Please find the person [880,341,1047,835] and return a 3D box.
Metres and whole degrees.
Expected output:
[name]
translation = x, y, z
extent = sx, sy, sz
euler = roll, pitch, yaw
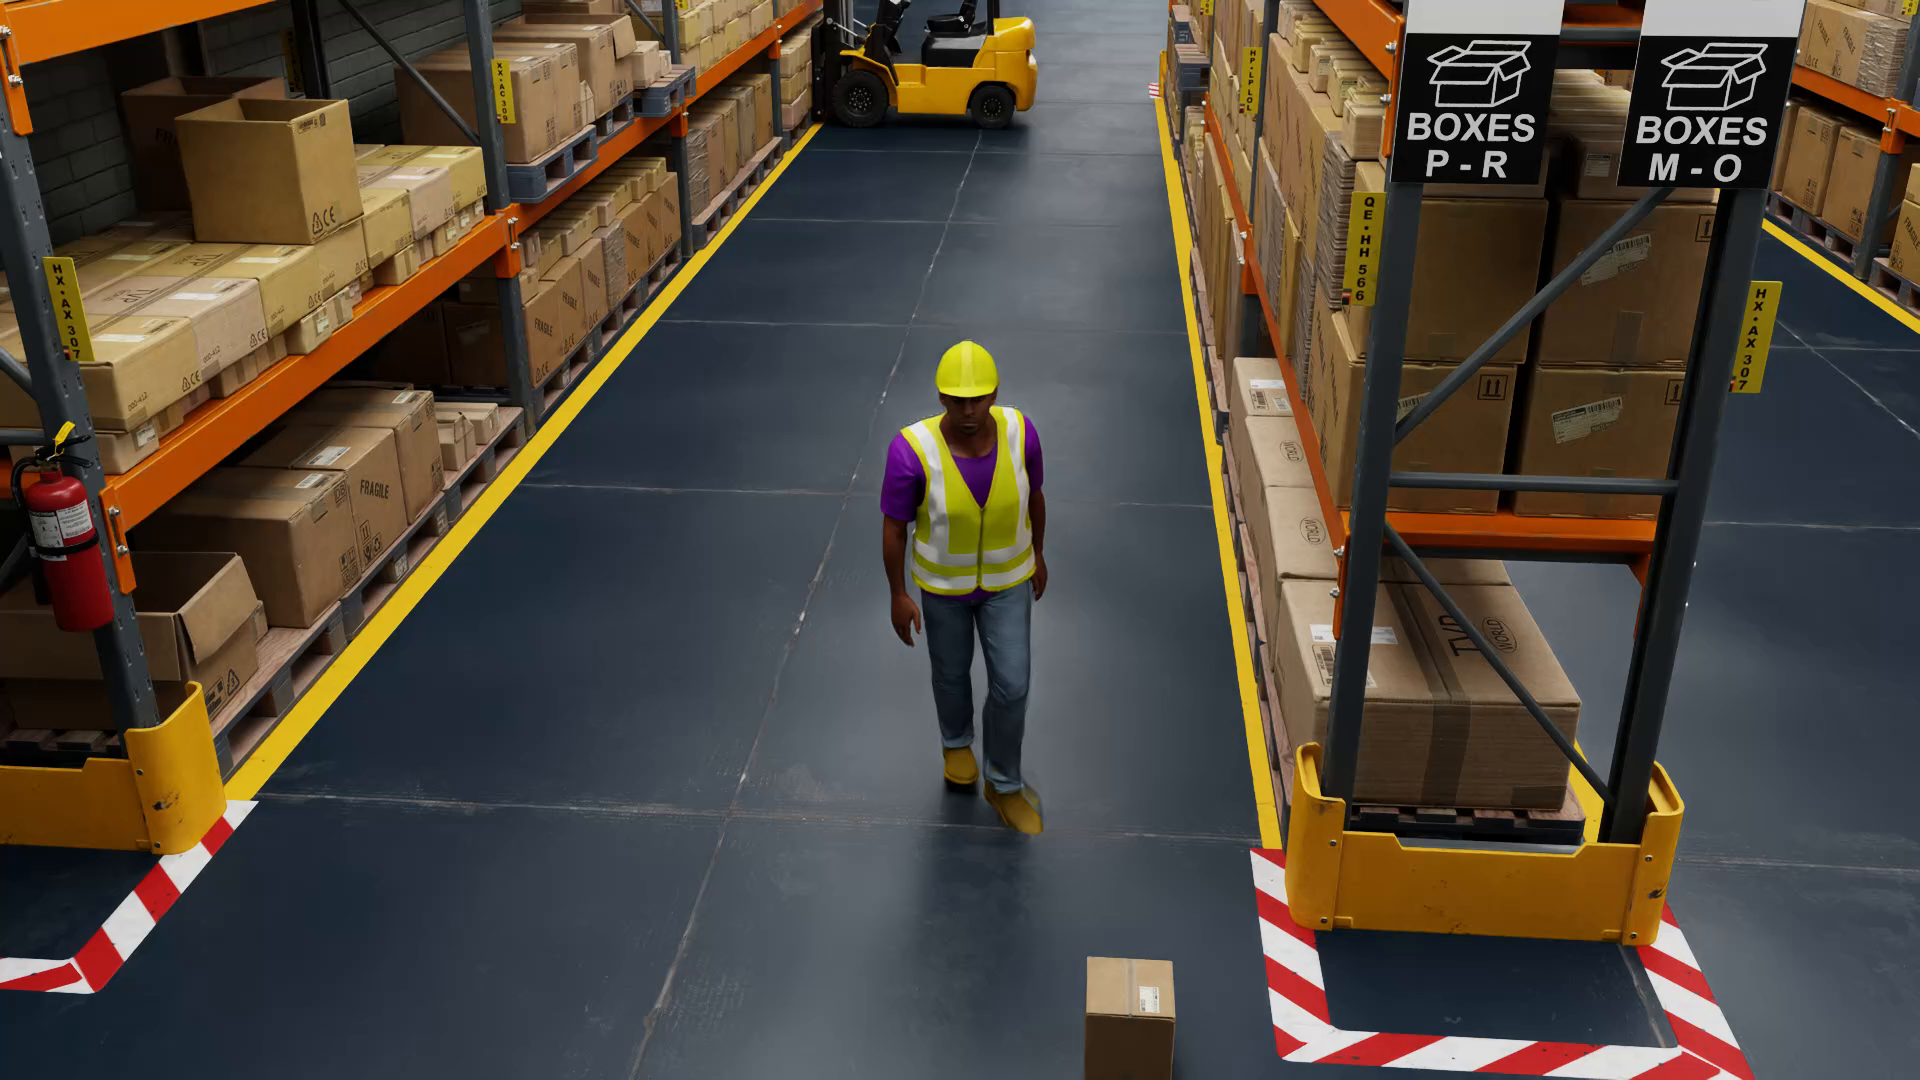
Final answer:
[person]
translation = 0.026, 0.150, 5.782
extent = 0.607, 1.804, 0.590
euler = -3, 25, -7
